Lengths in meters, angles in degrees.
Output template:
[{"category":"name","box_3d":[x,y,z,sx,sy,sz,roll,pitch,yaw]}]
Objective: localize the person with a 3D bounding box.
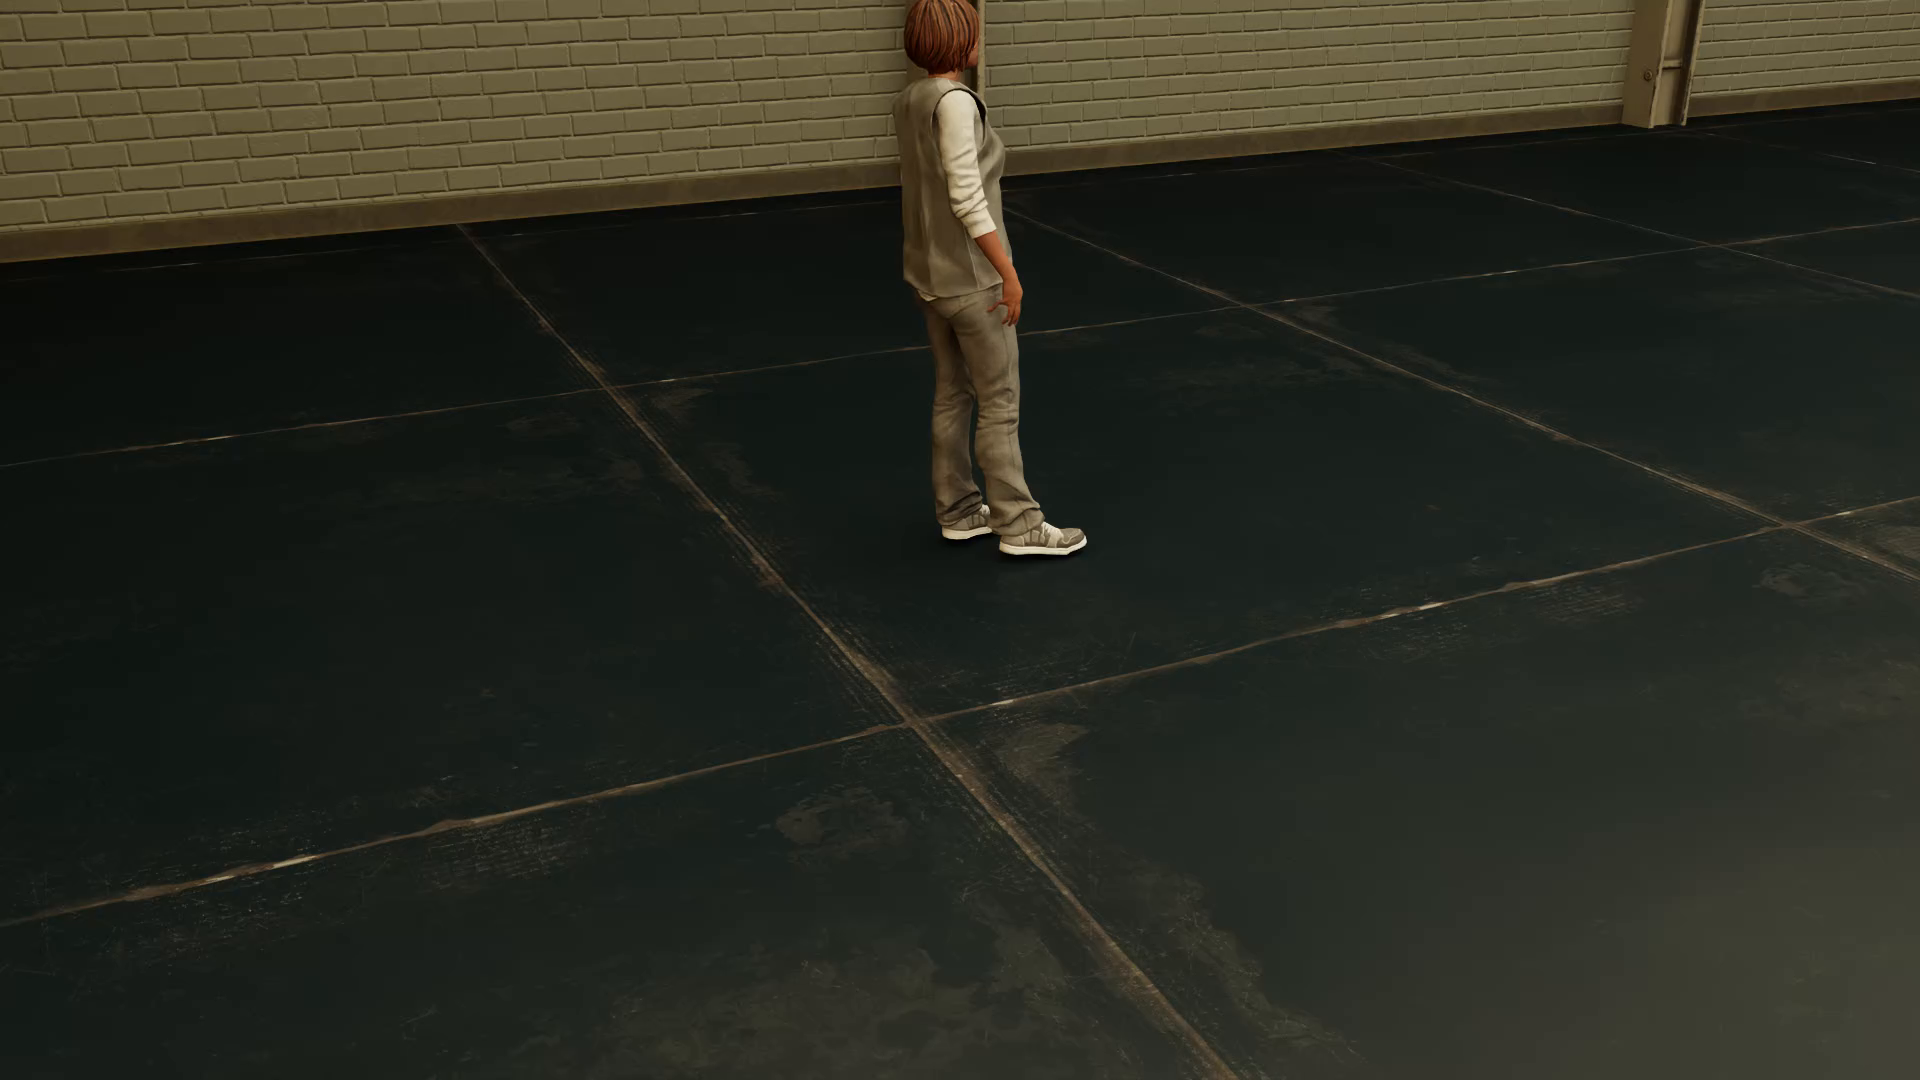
[{"category":"person","box_3d":[0.074,-0.752,4.815,0.473,1.599,0.520,-10,25,-23]}]
